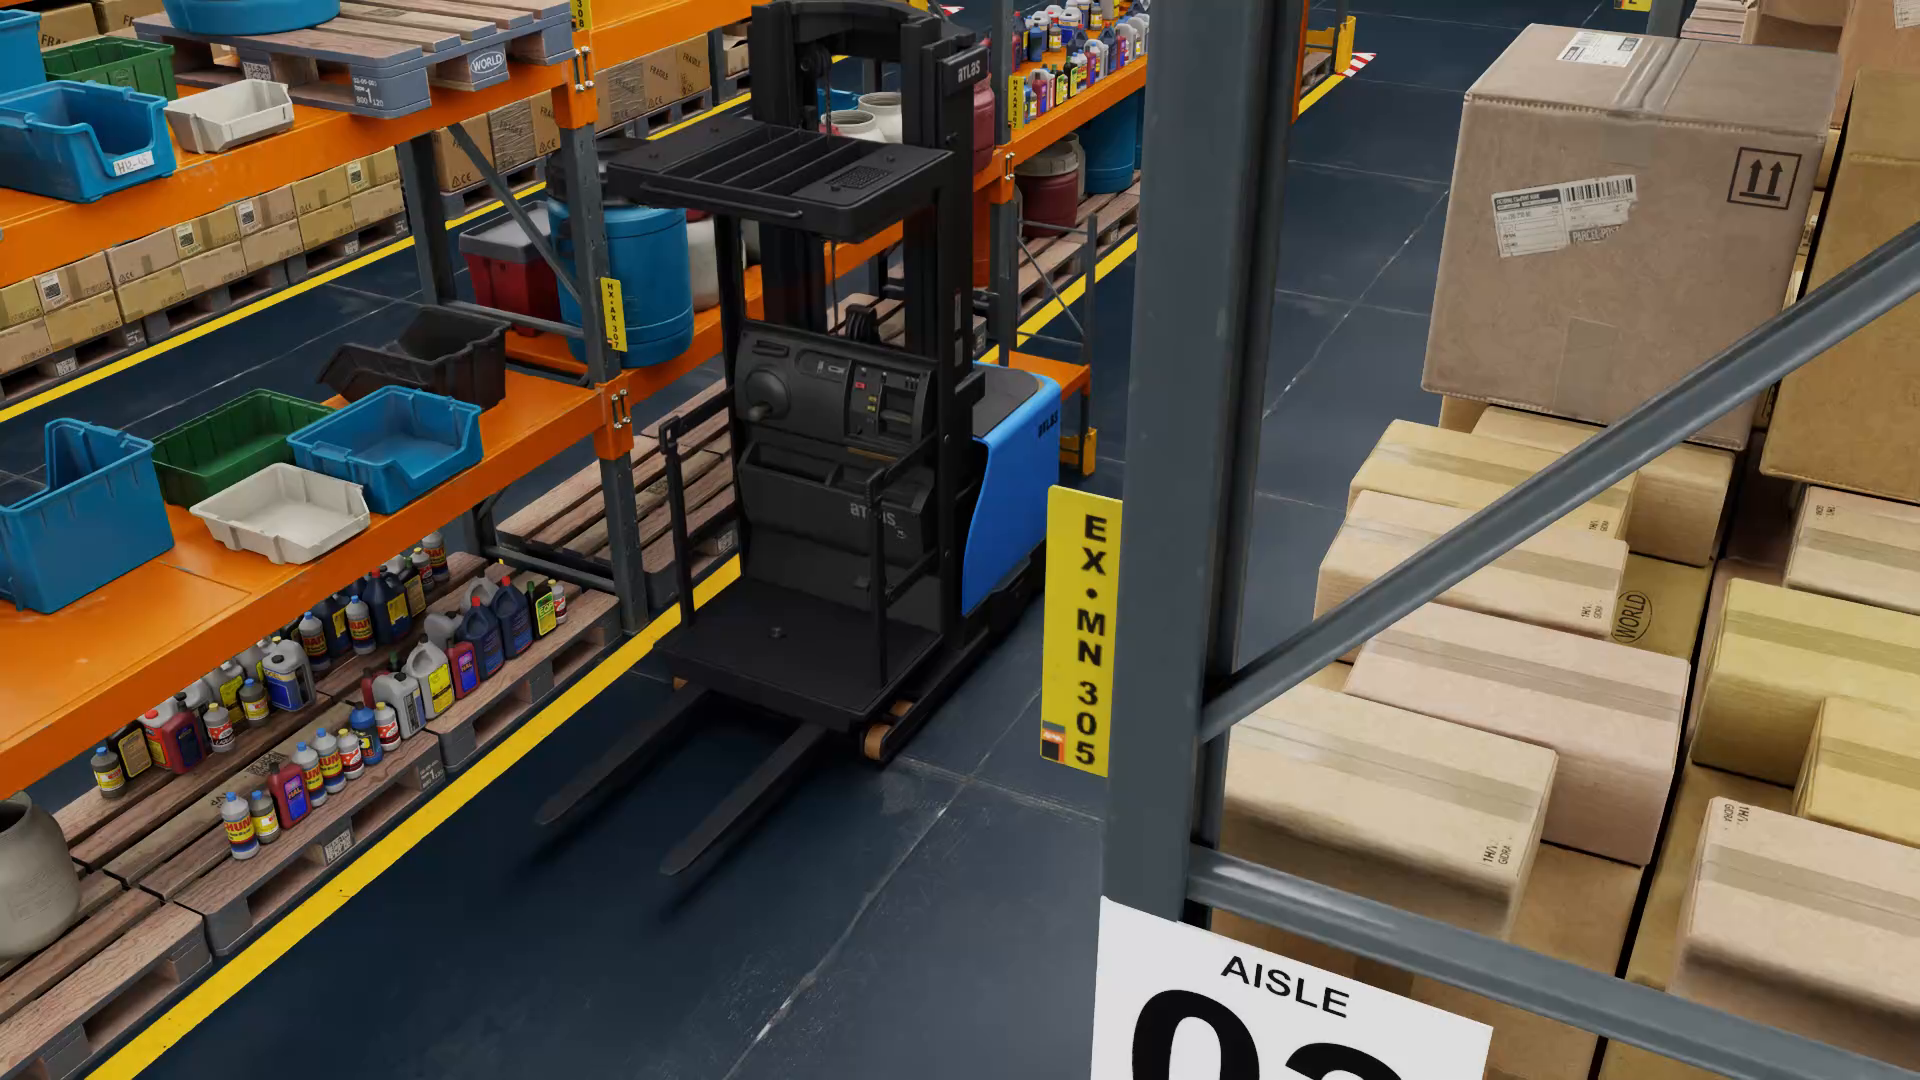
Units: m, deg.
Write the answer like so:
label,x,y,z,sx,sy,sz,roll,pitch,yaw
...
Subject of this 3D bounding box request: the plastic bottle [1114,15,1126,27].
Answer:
label,x,y,z,sx,sy,sz,roll,pitch,yaw
plastic bottle,1.204,-3.795,12.477,0.097,0.271,0.097,0,30,0

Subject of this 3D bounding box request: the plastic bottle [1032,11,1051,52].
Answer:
label,x,y,z,sx,sy,sz,roll,pitch,yaw
plastic bottle,0.595,-3.839,12.547,0.152,0.276,0.135,14,33,23

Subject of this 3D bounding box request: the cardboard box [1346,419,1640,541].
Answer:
label,x,y,z,sx,sy,sz,roll,pitch,yaw
cardboard box,0.807,-0.035,2.537,0.380,0.149,0.250,14,33,24

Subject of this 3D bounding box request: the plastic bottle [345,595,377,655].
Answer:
label,x,y,z,sx,sy,sz,roll,pitch,yaw
plastic bottle,-2.667,0.370,7.392,0.097,0.271,0.097,0,30,0

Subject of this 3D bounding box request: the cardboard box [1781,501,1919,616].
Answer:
label,x,y,z,sx,sy,sz,roll,pitch,yaw
cardboard box,1.344,0.103,2.296,0.380,0.149,0.250,16,33,25

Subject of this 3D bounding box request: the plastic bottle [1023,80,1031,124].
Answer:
label,x,y,z,sx,sy,sz,roll,pitch,yaw
plastic bottle,0.413,-2.859,10.846,0.097,0.271,0.097,0,30,0

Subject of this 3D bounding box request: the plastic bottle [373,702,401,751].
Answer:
label,x,y,z,sx,sy,sz,roll,pitch,yaw
plastic bottle,-2.350,0.754,6.794,0.097,0.201,0.097,0,30,0

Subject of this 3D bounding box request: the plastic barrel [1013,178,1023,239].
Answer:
label,x,y,z,sx,sy,sz,roll,pitch,yaw
plastic barrel,0.236,-2.346,11.899,0.421,0.512,0.421,0,30,0

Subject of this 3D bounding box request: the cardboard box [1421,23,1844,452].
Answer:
label,x,y,z,sx,sy,sz,roll,pitch,yaw
cardboard box,1.096,-0.516,2.722,0.500,0.500,0.500,14,33,23

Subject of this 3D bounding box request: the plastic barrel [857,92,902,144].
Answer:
label,x,y,z,sx,sy,sz,roll,pitch,yaw
plastic barrel,-0.428,-2.295,9.622,0.421,0.512,0.421,0,30,0

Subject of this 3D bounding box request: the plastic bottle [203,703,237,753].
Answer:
label,x,y,z,sx,sy,sz,roll,pitch,yaw
plastic bottle,-3.025,0.757,6.787,0.097,0.201,0.097,0,30,0

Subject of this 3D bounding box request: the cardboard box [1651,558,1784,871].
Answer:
label,x,y,z,sx,sy,sz,roll,pitch,yaw
cardboard box,1.295,0.298,2.357,0.500,0.250,0.500,14,33,22

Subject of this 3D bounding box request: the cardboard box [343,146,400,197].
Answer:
label,x,y,z,sx,sy,sz,roll,pitch,yaw
cardboard box,-4.577,-2.821,12.427,0.500,0.311,0.500,15,33,25

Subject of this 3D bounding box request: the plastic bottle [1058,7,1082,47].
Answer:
label,x,y,z,sx,sy,sz,roll,pitch,yaw
plastic bottle,0.836,-3.907,12.666,0.152,0.276,0.135,14,33,23

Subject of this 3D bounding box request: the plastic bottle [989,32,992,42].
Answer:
label,x,y,z,sx,sy,sz,roll,pitch,yaw
plastic bottle,0.285,-3.574,12.011,0.144,0.351,0.185,14,33,23

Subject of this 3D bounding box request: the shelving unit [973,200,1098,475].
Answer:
label,x,y,z,sx,sy,sz,roll,pitch,yaw
shelving unit,0.258,-0.885,8.786,0.587,1.500,1.083,15,33,24

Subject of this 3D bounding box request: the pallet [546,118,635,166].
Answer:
label,x,y,z,sx,sy,sz,roll,pitch,yaw
pallet,-3.626,-3.529,14.683,1.003,0.211,1.213,14,33,23

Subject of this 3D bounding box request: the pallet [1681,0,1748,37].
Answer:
label,x,y,z,sx,sy,sz,roll,pitch,yaw
pallet,3.283,-1.784,6.020,1.213,0.211,1.003,14,33,23

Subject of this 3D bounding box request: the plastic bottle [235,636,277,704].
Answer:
label,x,y,z,sx,sy,sz,roll,pitch,yaw
plastic bottle,-2.988,0.516,7.058,0.144,0.351,0.185,14,33,23

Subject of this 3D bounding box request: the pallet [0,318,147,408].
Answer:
label,x,y,z,sx,sy,sz,roll,pitch,yaw
pallet,-6.078,-1.230,10.679,1.003,0.211,1.213,14,33,23

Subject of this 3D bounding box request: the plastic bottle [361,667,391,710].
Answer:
label,x,y,z,sx,sy,sz,roll,pitch,yaw
plastic bottle,-2.415,0.636,6.917,0.061,0.283,0.133,14,33,23

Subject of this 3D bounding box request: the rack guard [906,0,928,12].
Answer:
label,x,y,z,sx,sy,sz,roll,pitch,yaw
rack guard,-0.947,-6.305,19.228,1.175,0.500,0.348,14,33,23

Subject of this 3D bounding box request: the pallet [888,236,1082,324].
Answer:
label,x,y,z,sx,sy,sz,roll,pitch,yaw
pallet,0.173,-1.901,11.848,1.003,0.211,1.213,14,33,23

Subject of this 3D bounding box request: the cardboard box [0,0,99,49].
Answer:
label,x,y,z,sx,sy,sz,roll,pitch,yaw
cardboard box,-8.517,-4.545,15.389,0.750,0.750,0.750,14,33,23

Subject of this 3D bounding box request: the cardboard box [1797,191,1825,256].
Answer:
label,x,y,z,sx,sy,sz,roll,pitch,yaw
cardboard box,2.215,-0.600,3.920,0.500,0.250,0.500,15,33,24

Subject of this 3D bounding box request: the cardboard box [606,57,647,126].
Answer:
label,x,y,z,sx,sy,sz,roll,pitch,yaw
cardboard box,-3.166,-4.033,14.830,0.500,0.500,0.500,15,33,24

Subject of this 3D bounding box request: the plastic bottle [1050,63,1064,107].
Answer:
label,x,y,z,sx,sy,sz,roll,pitch,yaw
plastic bottle,0.648,-3.073,11.207,0.061,0.283,0.133,14,33,23

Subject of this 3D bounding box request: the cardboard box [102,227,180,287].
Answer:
label,x,y,z,sx,sy,sz,roll,pitch,yaw
cardboard box,-5.502,-1.913,10.846,0.500,0.311,0.500,13,32,22

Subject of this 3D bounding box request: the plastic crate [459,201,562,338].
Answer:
label,x,y,z,sx,sy,sz,roll,pitch,yaw
plastic crate,-2.023,-1.290,7.920,0.402,0.464,0.583,14,33,23

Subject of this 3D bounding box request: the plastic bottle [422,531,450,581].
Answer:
label,x,y,z,sx,sy,sz,roll,pitch,yaw
plastic bottle,-2.507,0.056,7.938,0.097,0.271,0.097,0,30,0

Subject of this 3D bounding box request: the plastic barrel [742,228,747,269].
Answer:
label,x,y,z,sx,sy,sz,roll,pitch,yaw
plastic barrel,-1.232,-1.470,8.436,0.301,0.262,0.301,0,30,0

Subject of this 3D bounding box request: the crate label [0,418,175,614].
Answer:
label,x,y,z,sx,sy,sz,roll,pitch,yaw
crate label,-3.196,-0.097,5.872,0.502,0.435,0.616,14,33,23

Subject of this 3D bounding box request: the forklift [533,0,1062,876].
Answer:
label,x,y,z,sx,sy,sz,roll,pitch,yaw
forklift,-0.642,-0.581,6.818,1.130,2.935,3.031,15,33,24

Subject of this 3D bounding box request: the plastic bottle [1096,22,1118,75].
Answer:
label,x,y,z,sx,sy,sz,roll,pitch,yaw
plastic bottle,1.044,-3.533,11.940,0.144,0.351,0.185,14,33,23

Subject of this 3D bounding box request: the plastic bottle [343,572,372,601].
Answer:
label,x,y,z,sx,sy,sz,roll,pitch,yaw
plastic bottle,-2.709,0.244,7.532,0.144,0.351,0.185,15,33,25

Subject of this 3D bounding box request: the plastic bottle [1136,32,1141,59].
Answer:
label,x,y,z,sx,sy,sz,roll,pitch,yaw
plastic bottle,1.295,-3.687,12.359,0.097,0.201,0.097,0,30,0

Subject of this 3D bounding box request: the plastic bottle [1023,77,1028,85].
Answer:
label,x,y,z,sx,sy,sz,roll,pitch,yaw
plastic bottle,0.427,-3.009,11.177,0.097,0.201,0.097,0,30,0

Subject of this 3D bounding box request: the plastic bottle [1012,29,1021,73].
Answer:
label,x,y,z,sx,sy,sz,roll,pitch,yaw
plastic bottle,0.388,-3.533,12.007,0.061,0.283,0.133,14,33,23

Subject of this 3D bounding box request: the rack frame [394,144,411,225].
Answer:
label,x,y,z,sx,sy,sz,roll,pitch,yaw
rack frame,-4.557,-3.877,12.489,1.000,3.000,0.127,14,33,23

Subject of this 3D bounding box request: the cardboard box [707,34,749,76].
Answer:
label,x,y,z,sx,sy,sz,roll,pitch,yaw
cardboard box,-2.351,-4.812,16.375,0.500,0.311,0.500,14,33,23

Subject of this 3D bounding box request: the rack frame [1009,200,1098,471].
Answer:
label,x,y,z,sx,sy,sz,roll,pitch,yaw
rack frame,0.495,-1.104,9.167,0.500,1.500,0.032,15,33,24

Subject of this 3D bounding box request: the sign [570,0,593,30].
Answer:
label,x,y,z,sx,sy,sz,roll,pitch,yaw
sign,-1.487,-2.153,6.466,0.100,0.325,0.005,14,33,23

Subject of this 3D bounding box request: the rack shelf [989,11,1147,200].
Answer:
label,x,y,z,sx,sy,sz,roll,pitch,yaw
rack shelf,0.762,-3.326,12.252,1.077,0.370,4.000,14,33,23

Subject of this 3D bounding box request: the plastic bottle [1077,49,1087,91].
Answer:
label,x,y,z,sx,sy,sz,roll,pitch,yaw
plastic bottle,0.834,-3.269,11.559,0.097,0.271,0.097,0,30,0

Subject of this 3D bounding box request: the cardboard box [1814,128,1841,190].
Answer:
label,x,y,z,sx,sy,sz,roll,pitch,yaw
cardboard box,2.344,-0.956,4.140,0.380,0.149,0.250,15,33,24

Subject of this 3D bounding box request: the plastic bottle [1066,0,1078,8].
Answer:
label,x,y,z,sx,sy,sz,roll,pitch,yaw
plastic bottle,0.879,-4.143,13.081,0.097,0.271,0.097,0,30,0

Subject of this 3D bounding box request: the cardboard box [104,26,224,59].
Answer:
label,x,y,z,sx,sy,sz,roll,pitch,yaw
cardboard box,-5.307,-3.172,11.162,0.500,0.500,0.500,12,32,21

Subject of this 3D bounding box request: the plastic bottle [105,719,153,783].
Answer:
label,x,y,z,sx,sy,sz,roll,pitch,yaw
plastic bottle,-3.310,0.813,6.608,0.061,0.283,0.133,15,33,24

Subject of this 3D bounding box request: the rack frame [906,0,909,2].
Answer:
label,x,y,z,sx,sy,sz,roll,pitch,yaw
rack frame,-0.913,-7.423,18.664,1.000,3.000,0.127,14,33,23

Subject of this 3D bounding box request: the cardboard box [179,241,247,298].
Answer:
label,x,y,z,sx,sy,sz,roll,pitch,yaw
cardboard box,-5.275,-1.898,11.382,0.500,0.250,0.500,15,33,24

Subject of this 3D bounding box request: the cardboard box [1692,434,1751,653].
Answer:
label,x,y,z,sx,sy,sz,roll,pitch,yaw
cardboard box,1.075,-0.035,2.938,0.500,0.250,0.500,15,33,24

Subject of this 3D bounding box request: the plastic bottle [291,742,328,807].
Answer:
label,x,y,z,sx,sy,sz,roll,pitch,yaw
plastic bottle,-2.534,0.903,6.464,0.097,0.271,0.097,0,30,0

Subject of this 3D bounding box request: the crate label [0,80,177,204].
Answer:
label,x,y,z,sx,sy,sz,roll,pitch,yaw
crate label,-2.647,-1.196,4.958,0.502,0.251,0.408,14,33,23

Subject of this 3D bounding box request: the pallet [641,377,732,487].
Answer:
label,x,y,z,sx,sy,sz,roll,pitch,yaw
pallet,-1.094,-0.669,9.702,1.003,0.211,1.213,14,33,23

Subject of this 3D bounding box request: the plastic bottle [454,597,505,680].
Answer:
label,x,y,z,sx,sy,sz,roll,pitch,yaw
plastic bottle,-2.096,0.416,7.232,0.144,0.351,0.185,13,32,21

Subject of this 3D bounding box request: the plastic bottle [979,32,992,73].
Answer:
label,x,y,z,sx,sy,sz,roll,pitch,yaw
plastic bottle,0.176,-3.483,11.921,0.061,0.283,0.133,14,33,23

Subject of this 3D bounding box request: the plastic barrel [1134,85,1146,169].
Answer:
label,x,y,z,sx,sy,sz,roll,pitch,yaw
plastic barrel,1.410,-3.559,13.621,0.600,0.901,0.708,14,33,23

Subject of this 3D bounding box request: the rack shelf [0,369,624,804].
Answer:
label,x,y,z,sx,sy,sz,roll,pitch,yaw
rack shelf,-2.883,0.221,6.076,1.077,0.370,4.000,14,33,23

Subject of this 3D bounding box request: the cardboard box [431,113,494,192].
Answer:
label,x,y,z,sx,sy,sz,roll,pitch,yaw
cardboard box,-4.095,-3.120,13.240,0.500,0.500,0.500,16,33,25
